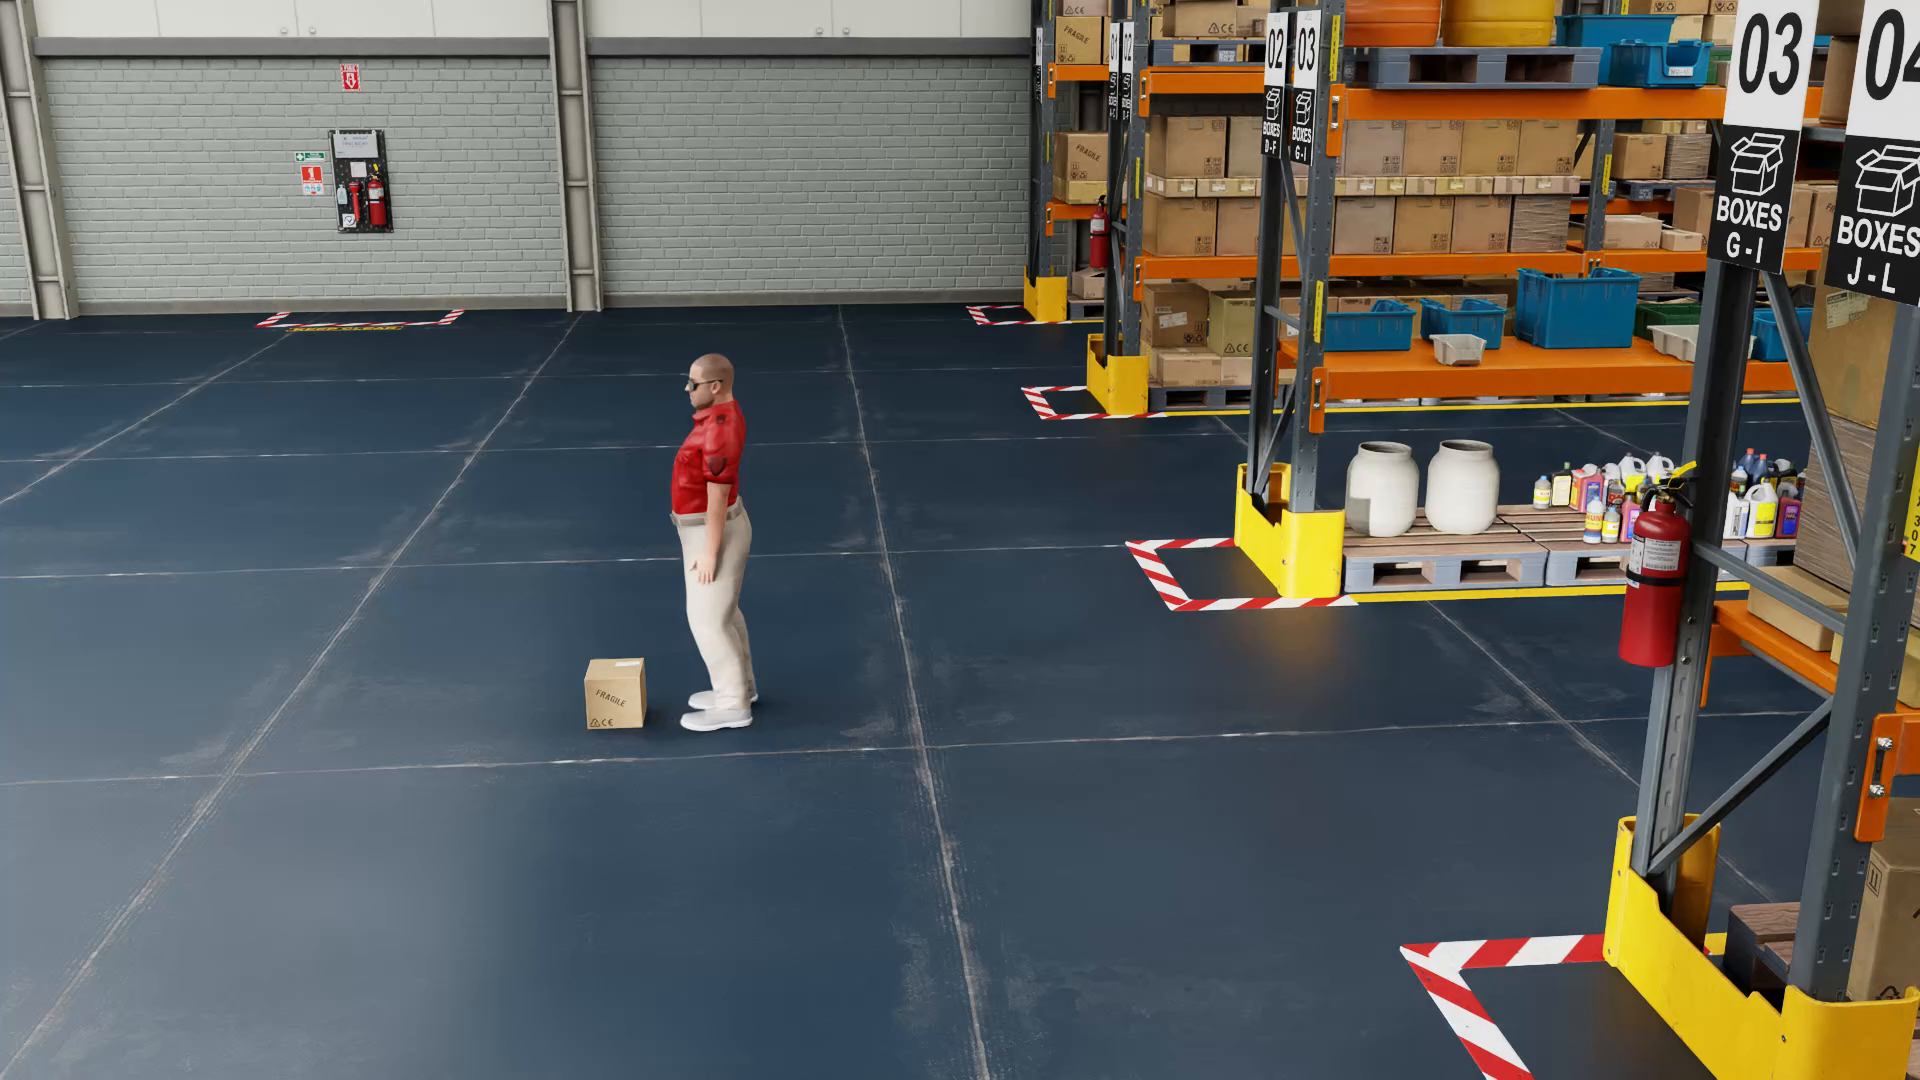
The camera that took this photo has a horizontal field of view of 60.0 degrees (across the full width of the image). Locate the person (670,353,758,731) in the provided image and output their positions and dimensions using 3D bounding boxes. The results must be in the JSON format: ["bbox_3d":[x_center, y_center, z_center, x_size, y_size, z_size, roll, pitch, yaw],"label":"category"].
[{"bbox_3d":[-1.132,0.007,7.567,0.360,1.725,0.527,-1,17,-4],"label":"person"}]
